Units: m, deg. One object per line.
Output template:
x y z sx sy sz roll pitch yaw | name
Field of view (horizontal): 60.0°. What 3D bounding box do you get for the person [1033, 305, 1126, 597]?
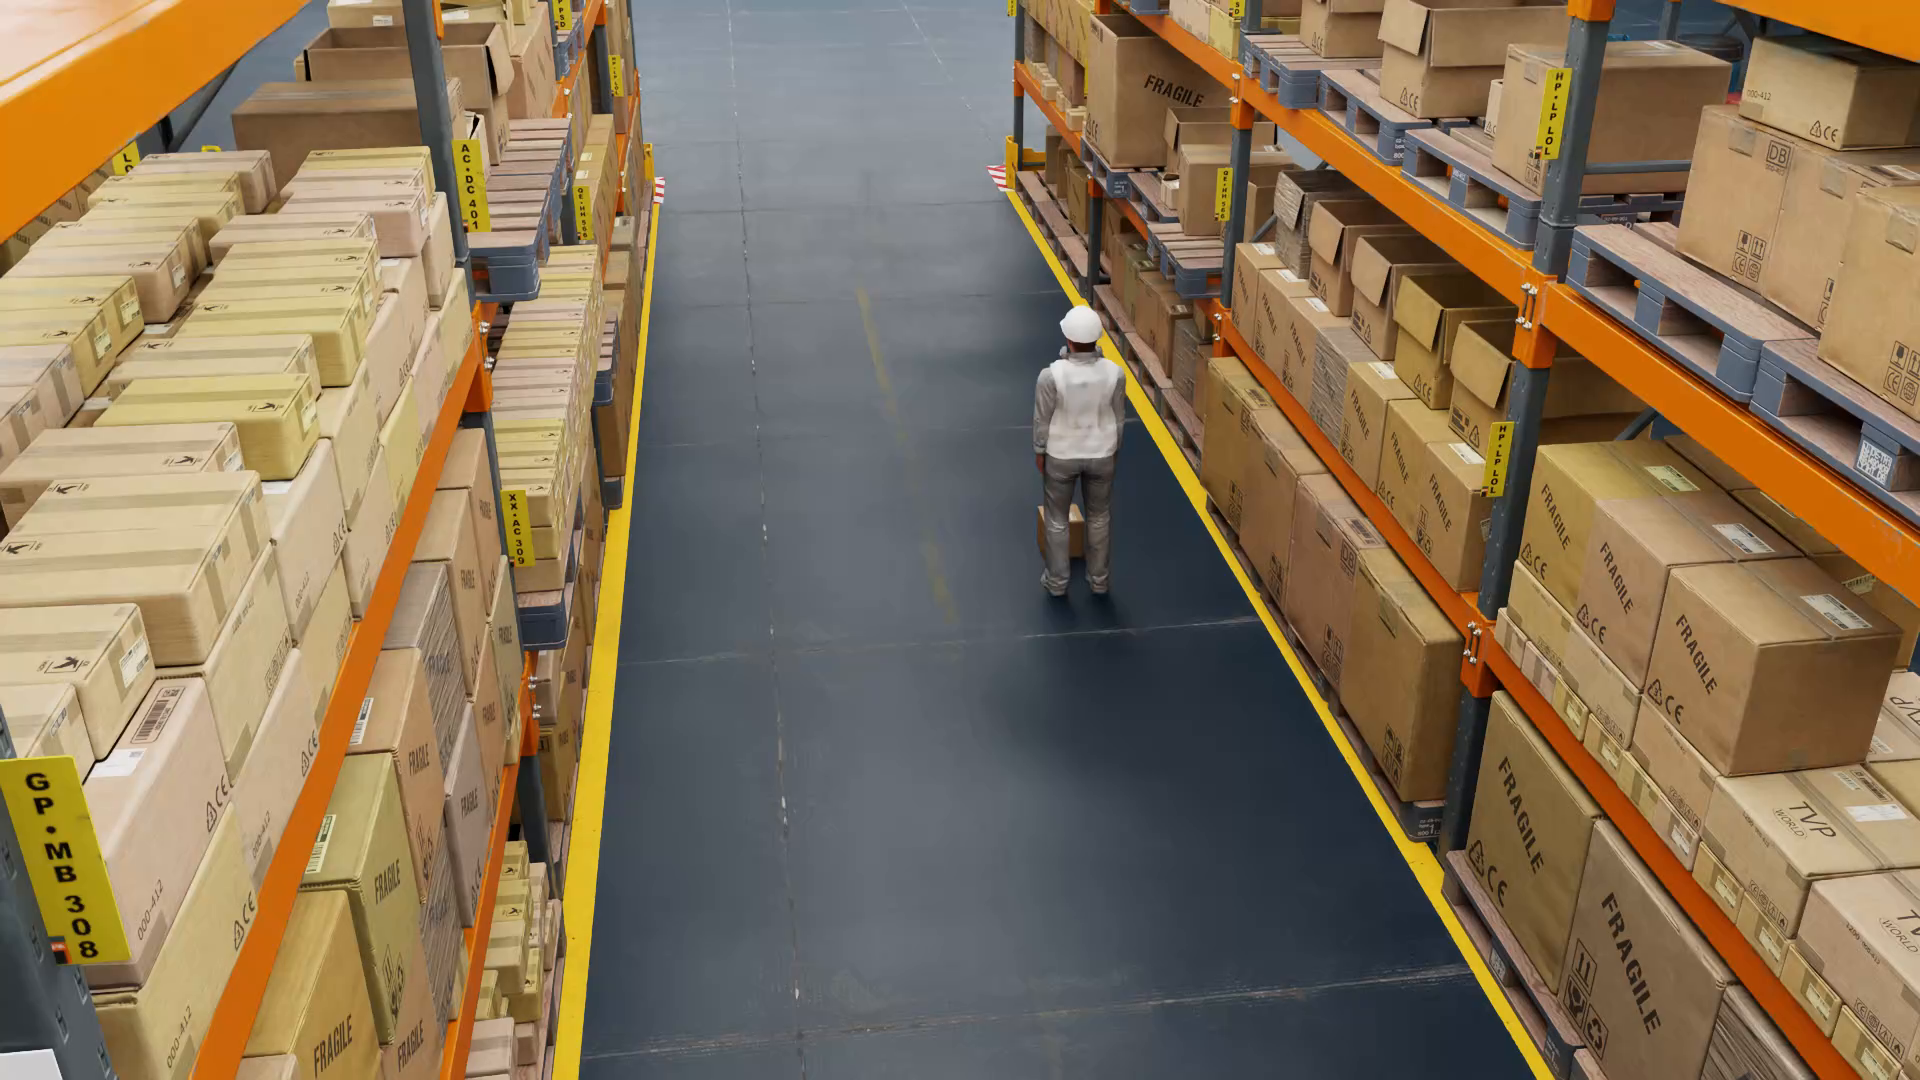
0.675 -0.509 9.604 0.530 1.777 0.358 -3 27 -6 | person
